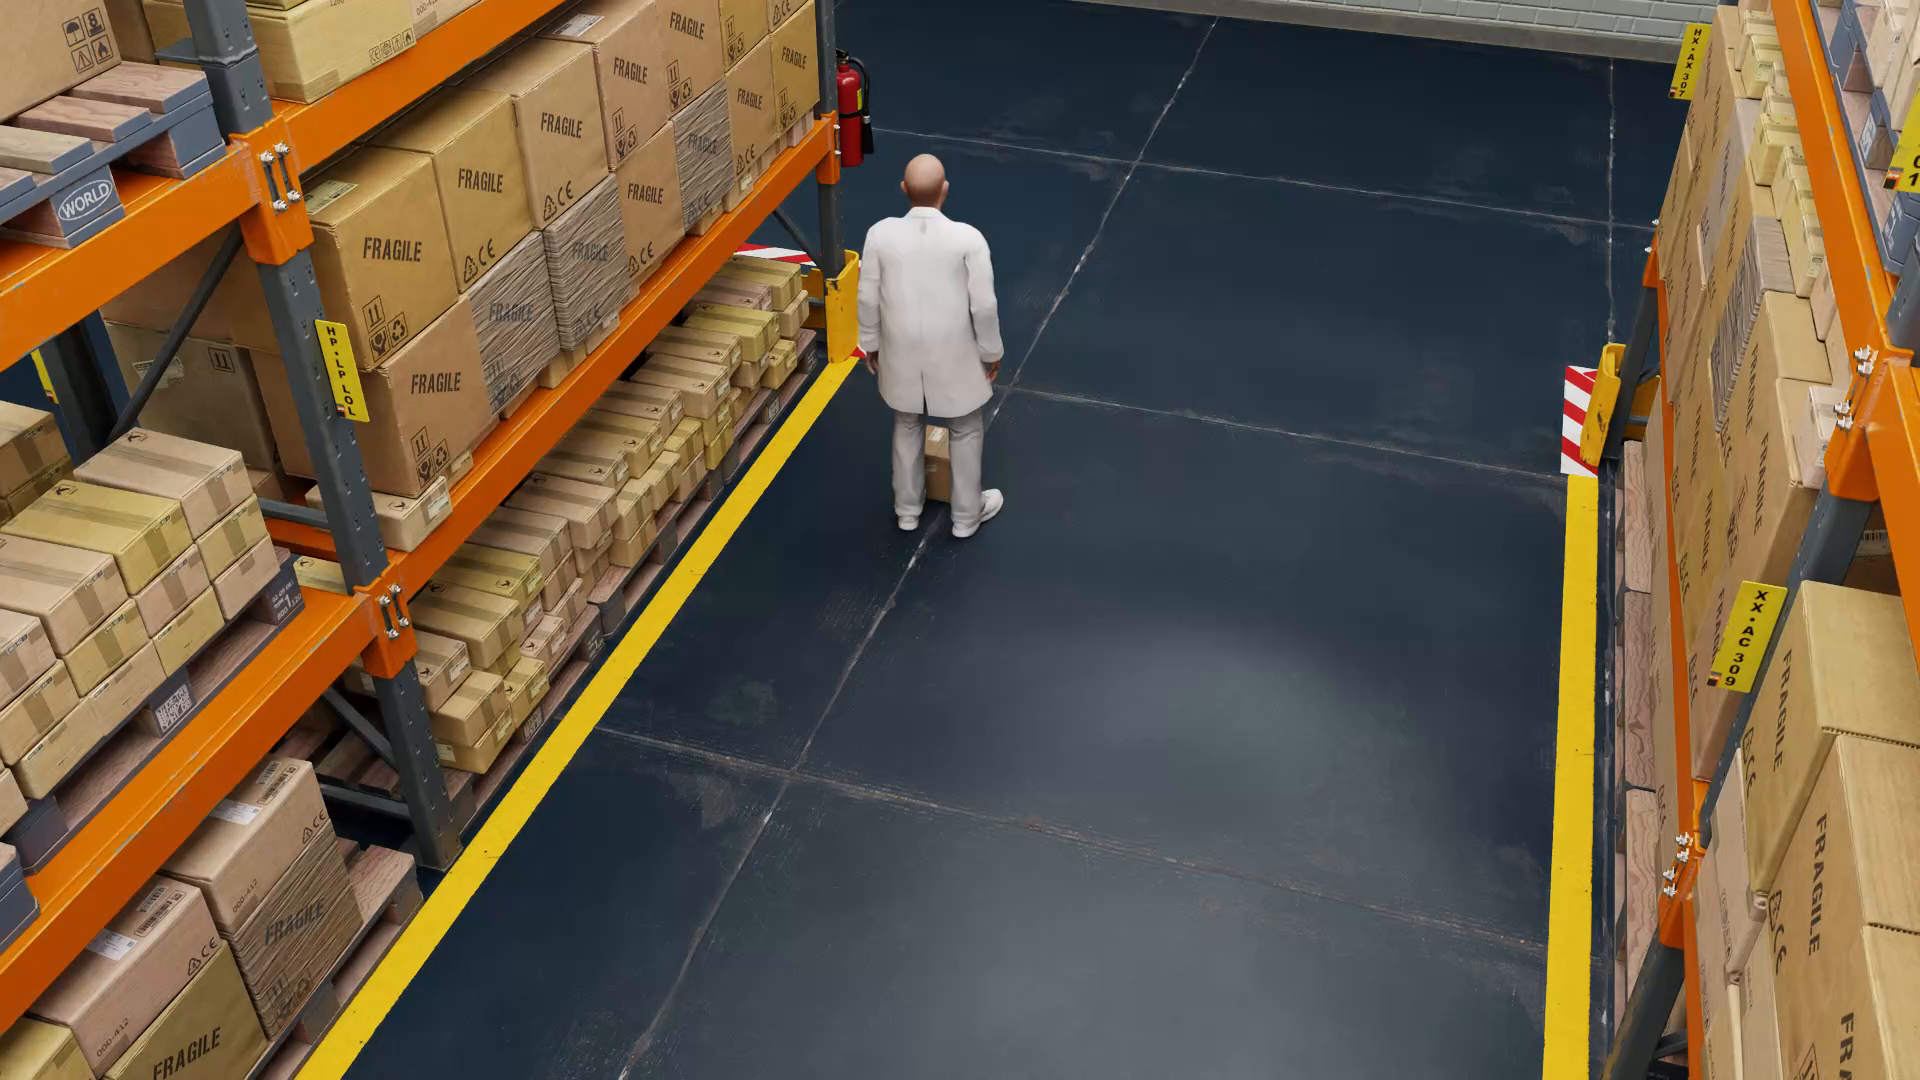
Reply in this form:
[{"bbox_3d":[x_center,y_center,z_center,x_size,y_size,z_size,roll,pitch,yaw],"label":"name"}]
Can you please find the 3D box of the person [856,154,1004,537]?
[{"bbox_3d":[-0.128,-0.826,7.278,0.647,1.772,0.433,7,37,10],"label":"person"}]
